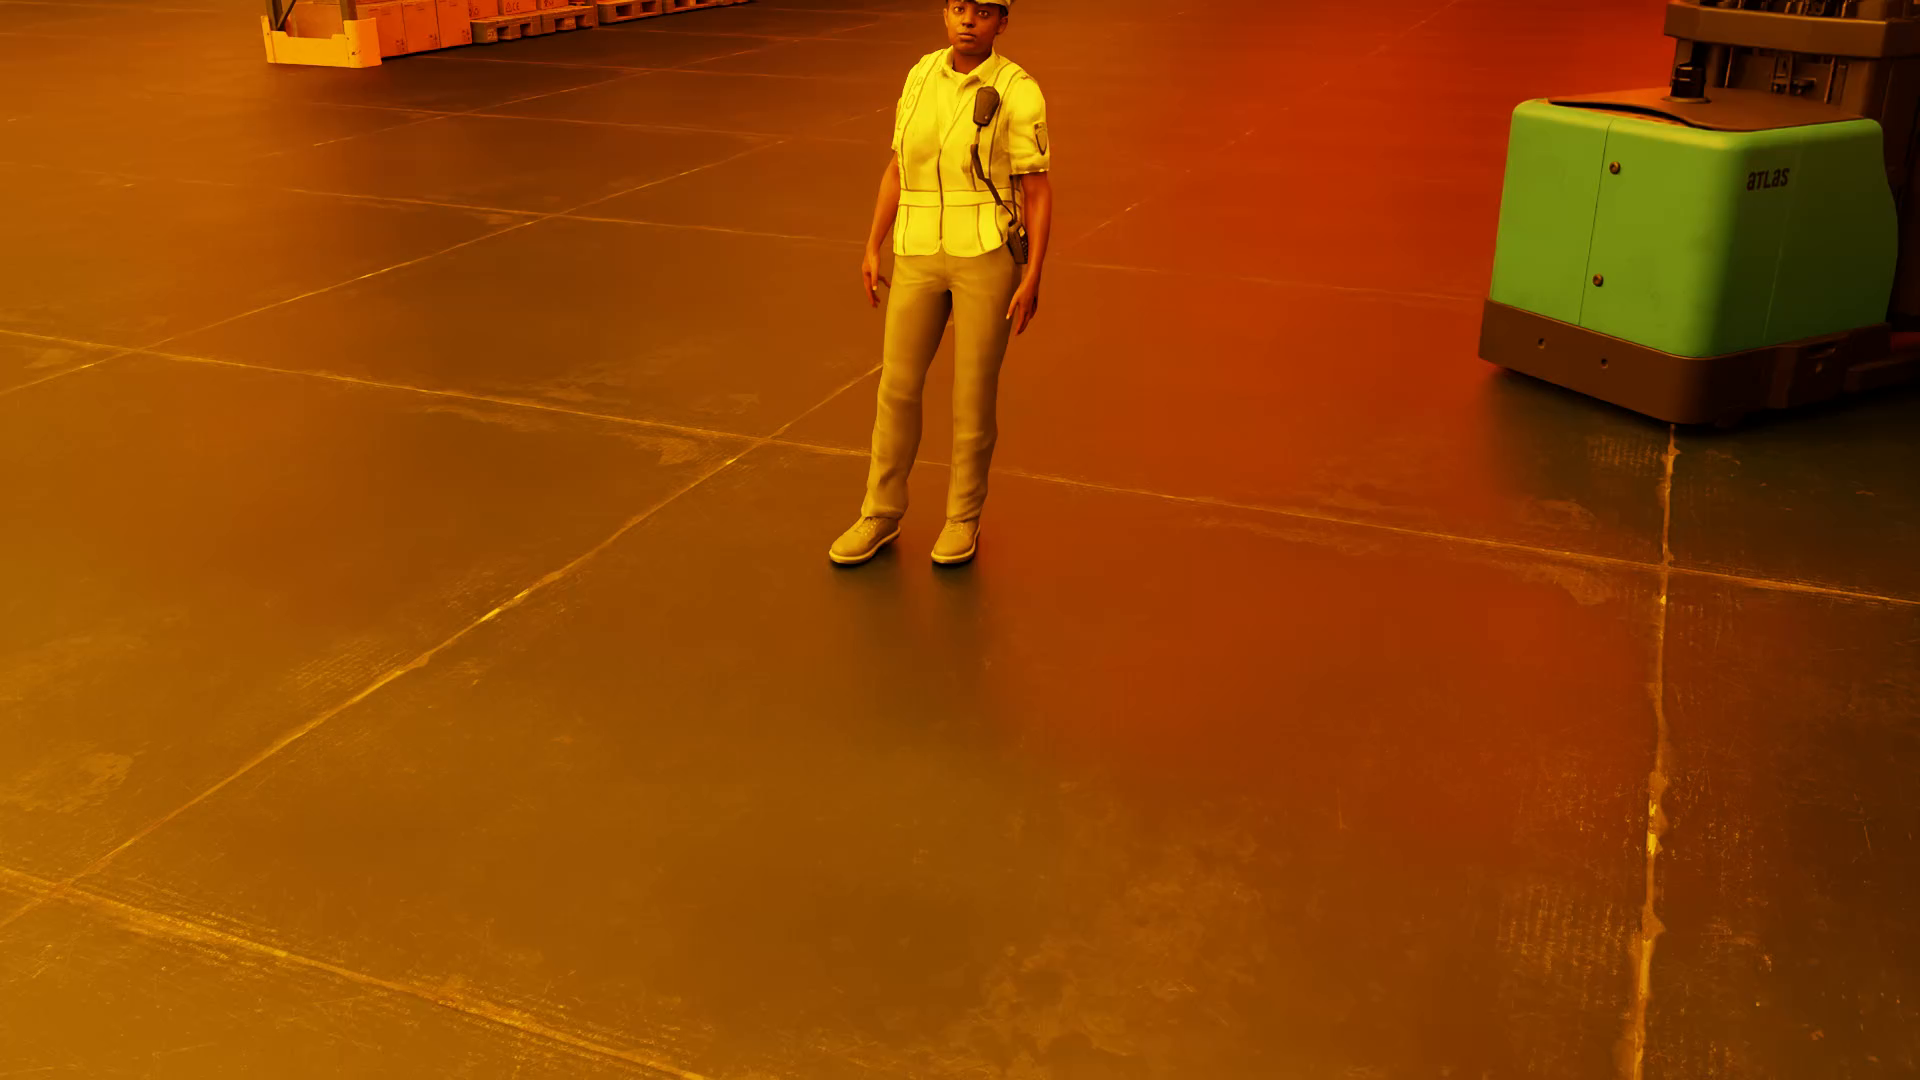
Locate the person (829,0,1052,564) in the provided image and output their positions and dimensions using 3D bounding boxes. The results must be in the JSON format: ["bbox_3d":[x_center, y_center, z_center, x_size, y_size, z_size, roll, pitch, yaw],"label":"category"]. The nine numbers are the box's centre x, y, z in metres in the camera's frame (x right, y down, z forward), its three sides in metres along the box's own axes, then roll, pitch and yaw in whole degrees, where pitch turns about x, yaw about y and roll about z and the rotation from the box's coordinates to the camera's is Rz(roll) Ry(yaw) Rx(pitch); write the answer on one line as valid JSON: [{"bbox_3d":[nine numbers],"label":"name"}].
[{"bbox_3d":[-0.047,-0.763,4.707,0.570,1.692,0.530,9,24,21],"label":"person"}]

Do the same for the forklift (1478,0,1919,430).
[{"bbox_3d":[3.621,-2.138,6.408,3.031,2.935,1.130,-12,25,-26],"label":"forklift"}]
